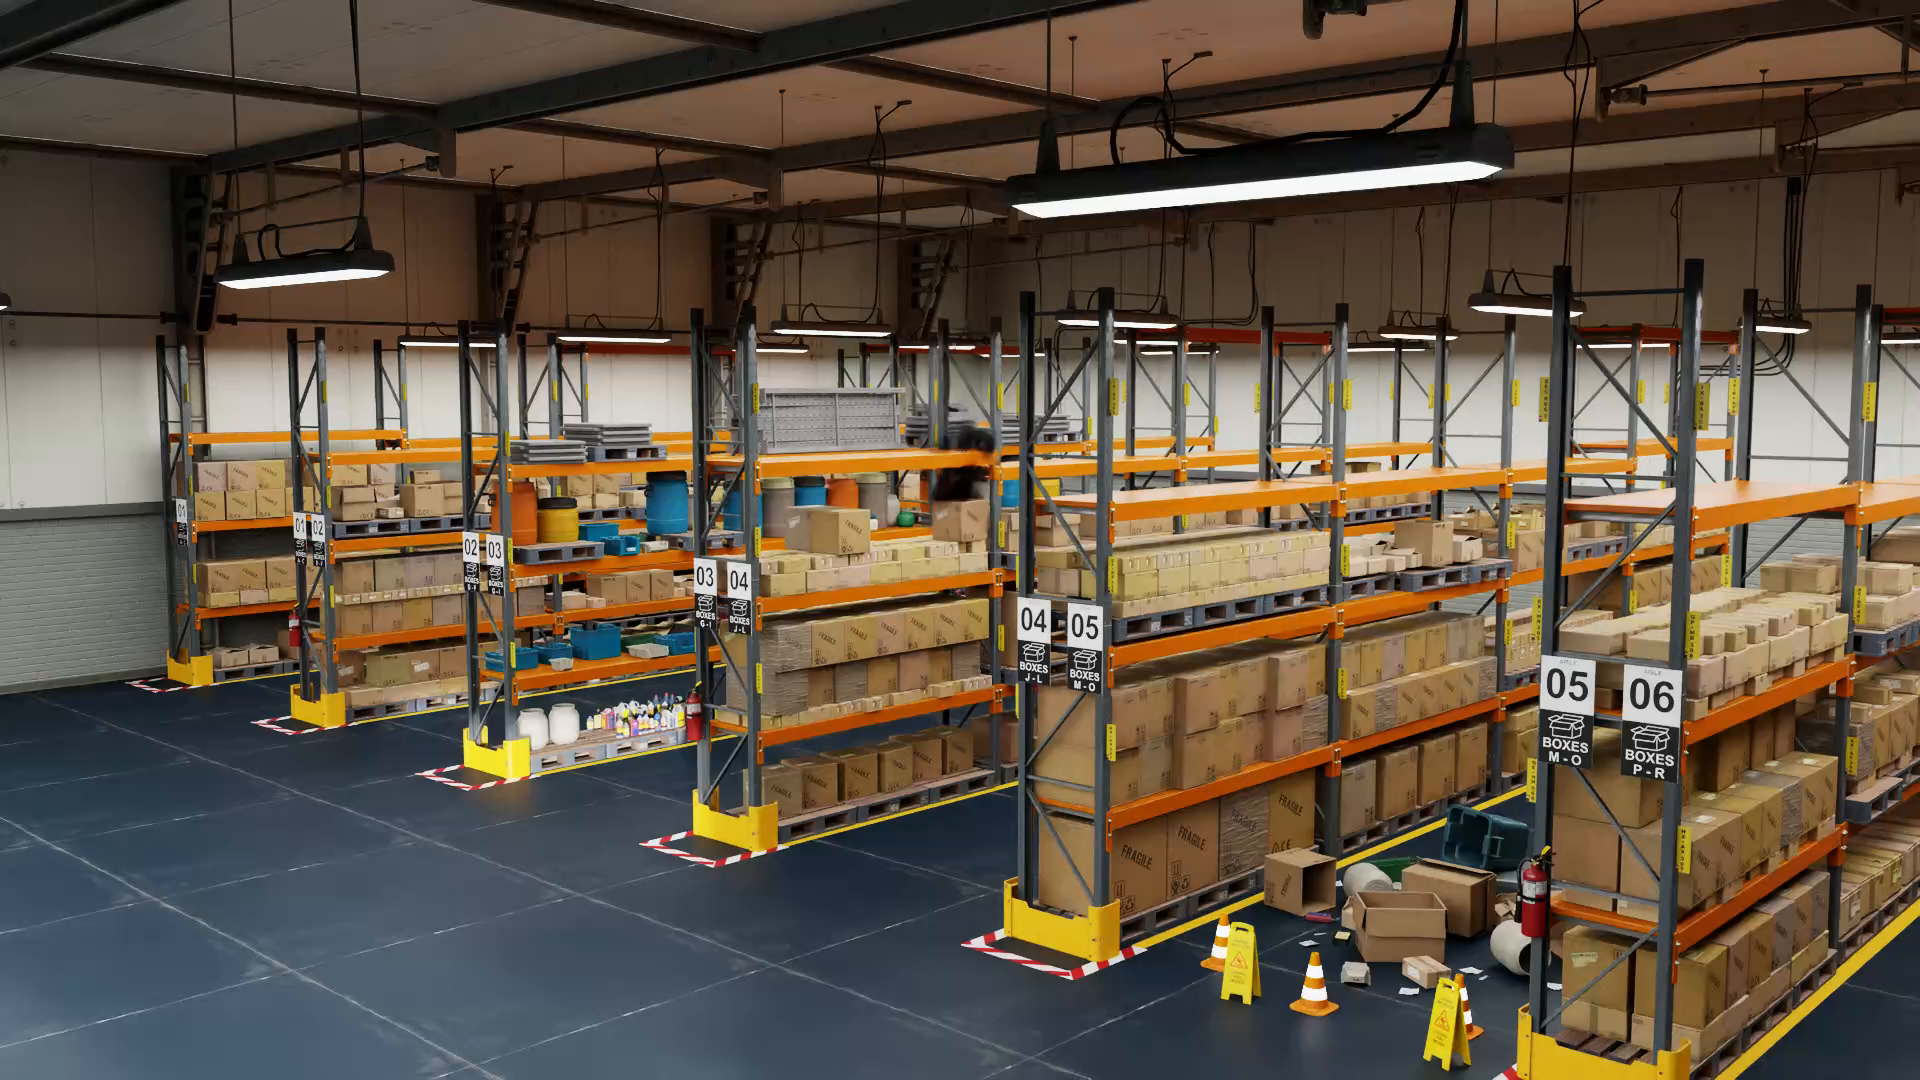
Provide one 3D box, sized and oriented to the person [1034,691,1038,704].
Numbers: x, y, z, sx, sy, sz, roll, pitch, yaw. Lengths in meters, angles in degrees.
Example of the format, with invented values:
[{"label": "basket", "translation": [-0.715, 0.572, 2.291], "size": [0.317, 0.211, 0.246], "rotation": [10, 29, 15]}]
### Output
[{"label": "person", "translation": [1.289, 1.931, 25.094], "size": [0.593, 1.651, 0.769], "rotation": [4, 6, 34]}]
